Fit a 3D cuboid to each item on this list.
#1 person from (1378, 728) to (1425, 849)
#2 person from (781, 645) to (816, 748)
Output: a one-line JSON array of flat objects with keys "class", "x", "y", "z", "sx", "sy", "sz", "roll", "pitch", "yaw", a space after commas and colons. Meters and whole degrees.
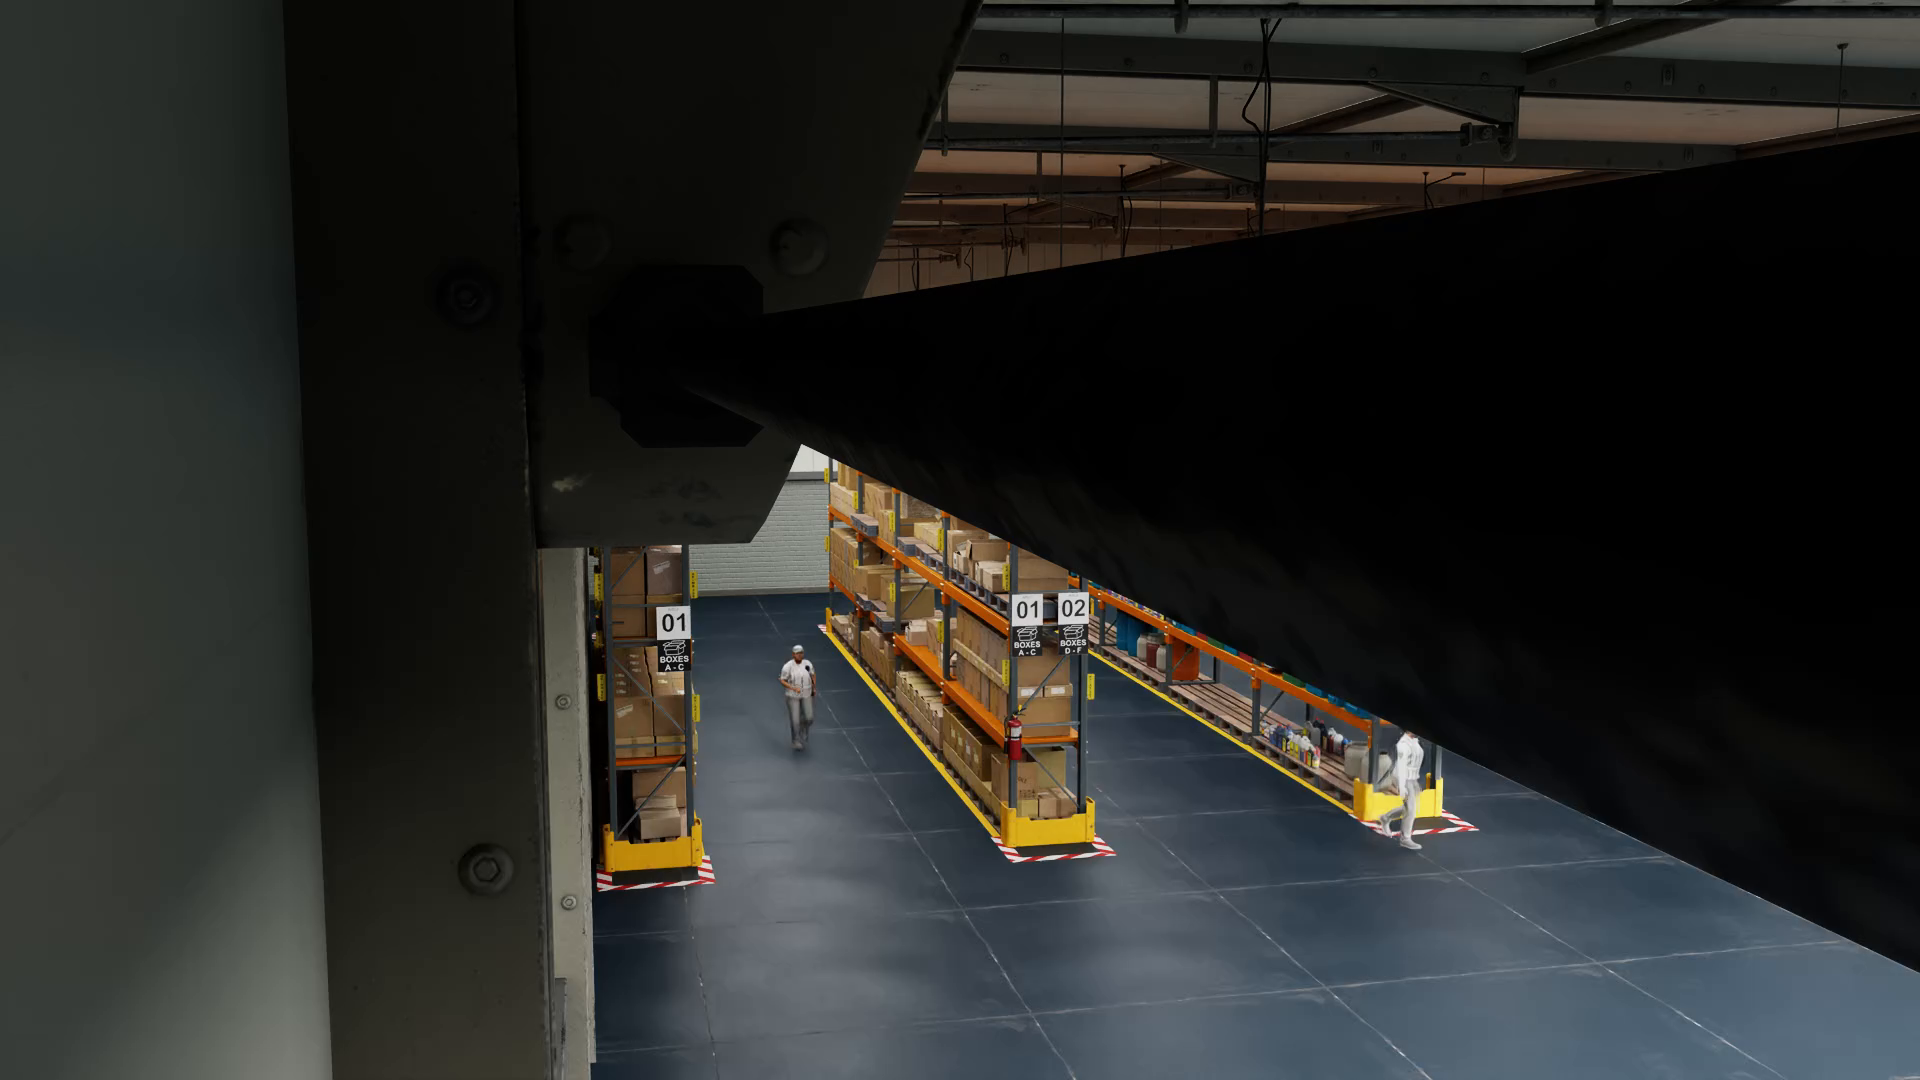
[{"class": "person", "x": 5.561, "y": 3.020, "z": 20.933, "sx": 0.650, "sy": 1.632, "sz": 0.537, "roll": 5, "pitch": 9, "yaw": 38}, {"class": "person", "x": -2.490, "y": 2.453, "z": 25.948, "sx": 0.600, "sy": 1.628, "sz": 0.529, "roll": -2, "pitch": 7, "yaw": -19}]
